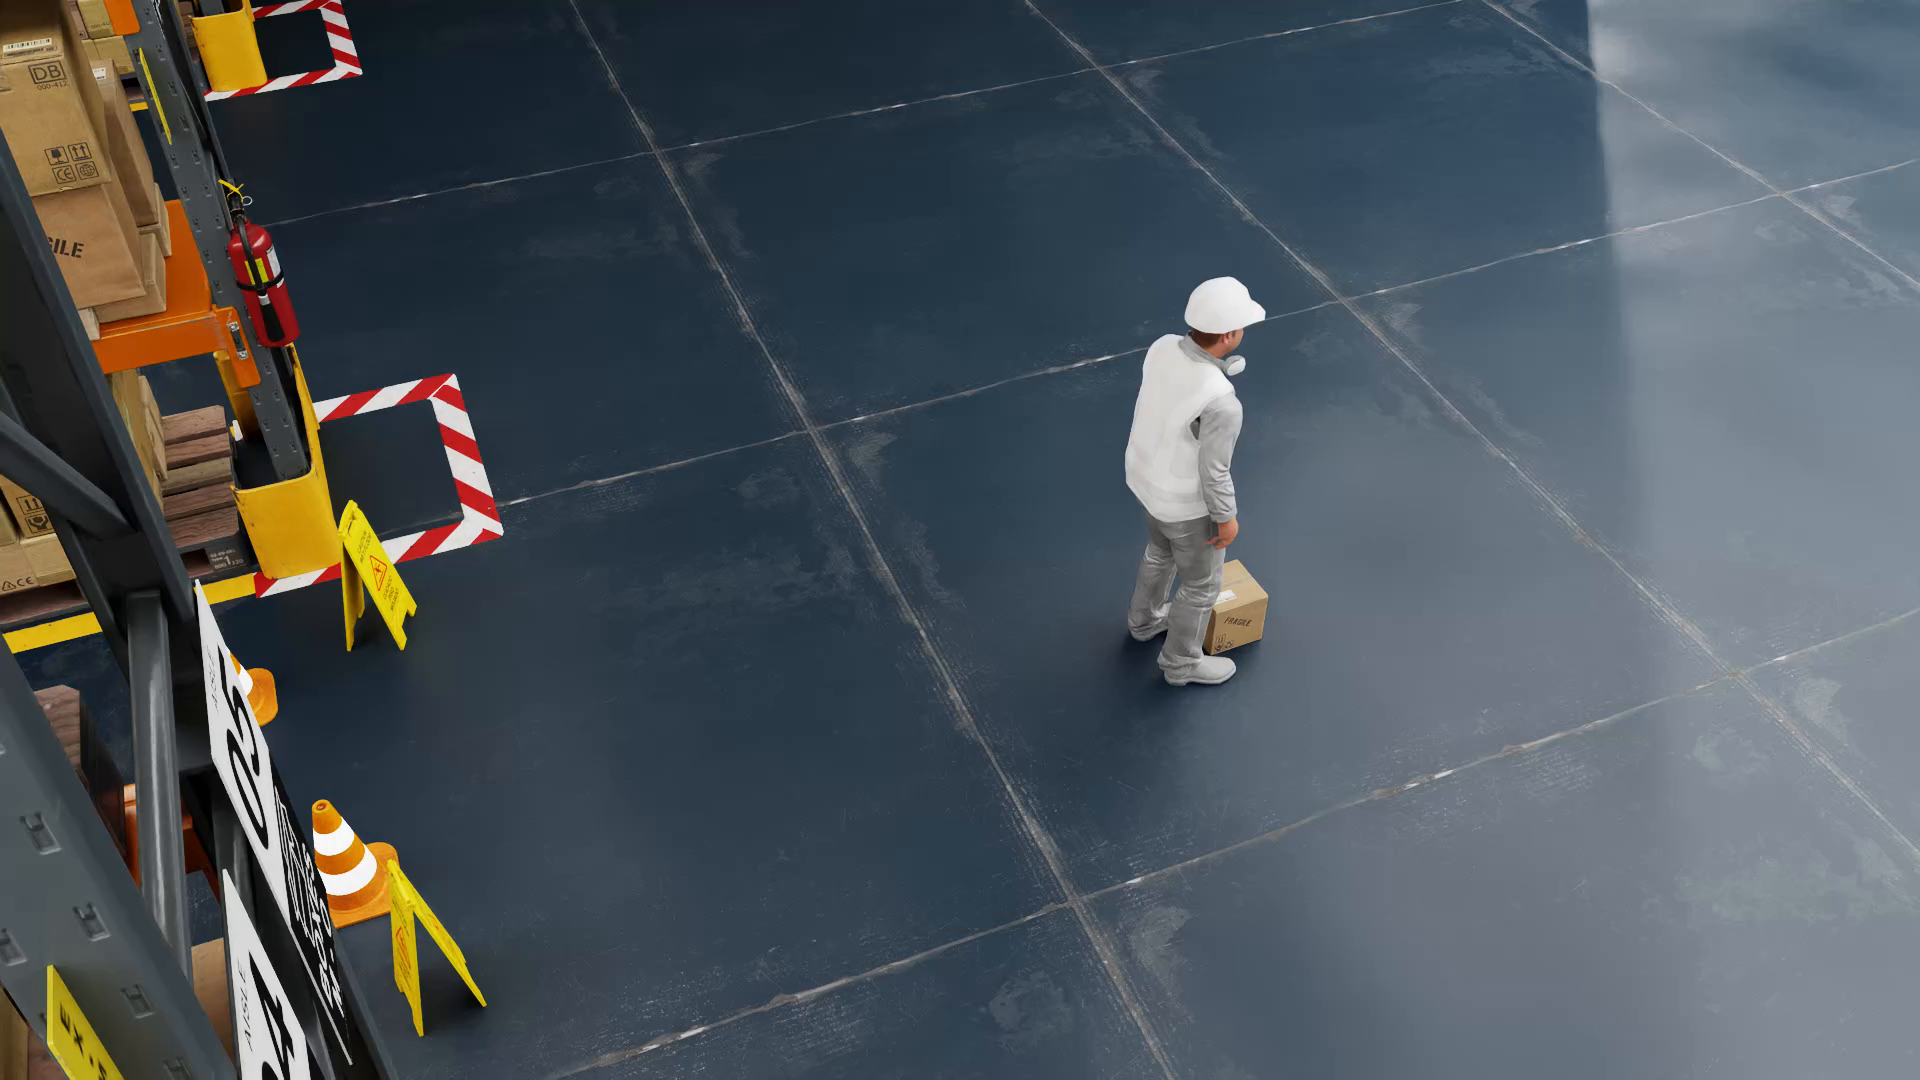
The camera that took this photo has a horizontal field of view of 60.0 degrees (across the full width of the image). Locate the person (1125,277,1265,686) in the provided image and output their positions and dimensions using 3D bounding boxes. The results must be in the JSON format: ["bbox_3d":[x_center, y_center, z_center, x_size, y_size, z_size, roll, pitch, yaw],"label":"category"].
[{"bbox_3d":[0.874,-0.217,6.384,0.461,1.772,0.580,-15,44,-17],"label":"person"}]
